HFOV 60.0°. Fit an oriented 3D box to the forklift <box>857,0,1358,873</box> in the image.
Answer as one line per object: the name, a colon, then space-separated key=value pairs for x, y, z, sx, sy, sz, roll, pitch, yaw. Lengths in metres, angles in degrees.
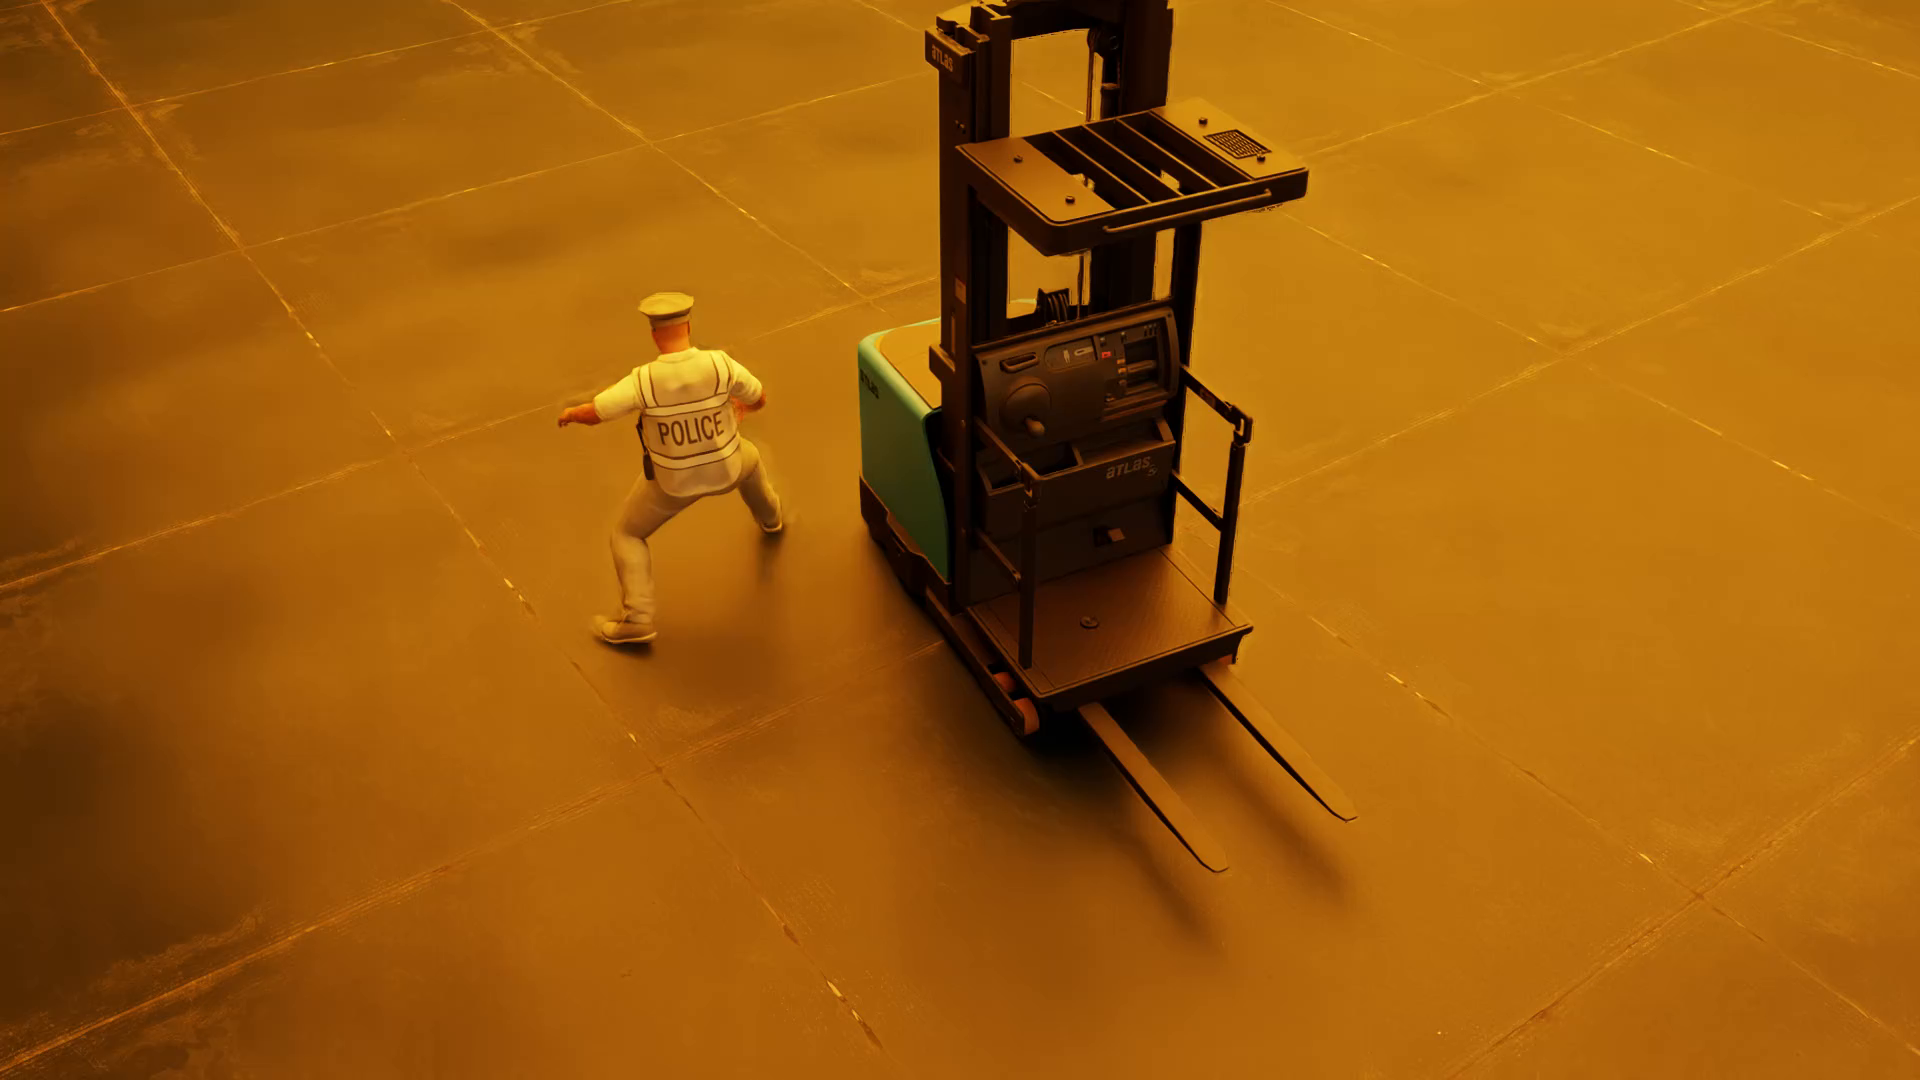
forklift: x=0.601 y=-0.627 z=6.793 sx=1.130 sy=2.935 sz=3.031 roll=-16 pitch=40 yaw=-21

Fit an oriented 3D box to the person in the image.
person: x=-1.301 y=-0.441 z=7.726 sx=1.046 sy=1.595 sz=0.989 roll=-13 pitch=38 yaw=-16
